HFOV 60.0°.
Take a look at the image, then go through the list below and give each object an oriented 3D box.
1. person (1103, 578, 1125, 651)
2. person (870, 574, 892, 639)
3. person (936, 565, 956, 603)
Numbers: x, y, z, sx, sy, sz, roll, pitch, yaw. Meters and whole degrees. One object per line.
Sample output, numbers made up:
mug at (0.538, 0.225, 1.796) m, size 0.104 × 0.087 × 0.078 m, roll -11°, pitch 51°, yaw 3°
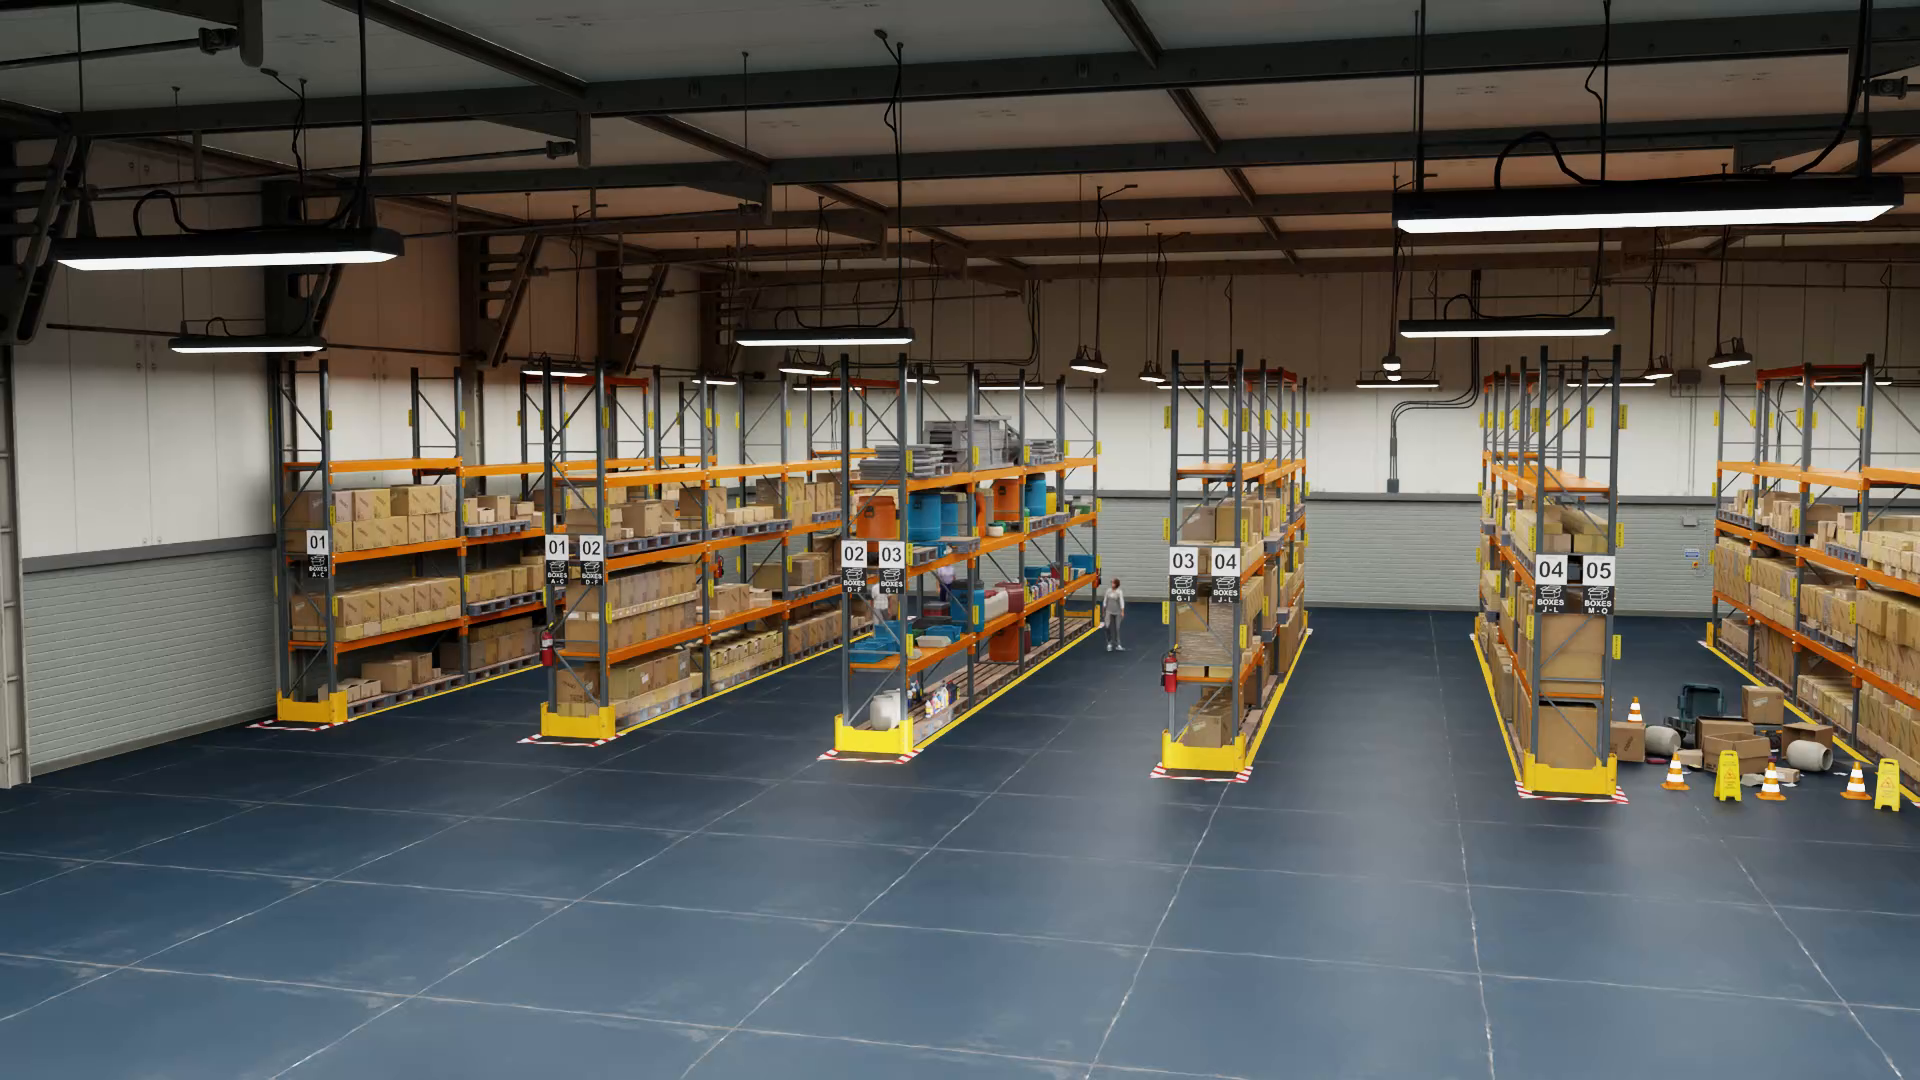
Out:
person at (3.318, 1.608, 35.877) m, size 0.453 × 1.587 × 0.619 m, roll 0°, pitch 4°, yaw 3°
person at (-1.747, 1.520, 36.914) m, size 0.502 × 1.641 × 0.951 m, roll 1°, pitch 4°, yaw 9°
person at (-0.311, 1.207, 41.582) m, size 0.574 × 1.589 × 0.978 m, roll -1°, pitch 4°, yaw -7°
